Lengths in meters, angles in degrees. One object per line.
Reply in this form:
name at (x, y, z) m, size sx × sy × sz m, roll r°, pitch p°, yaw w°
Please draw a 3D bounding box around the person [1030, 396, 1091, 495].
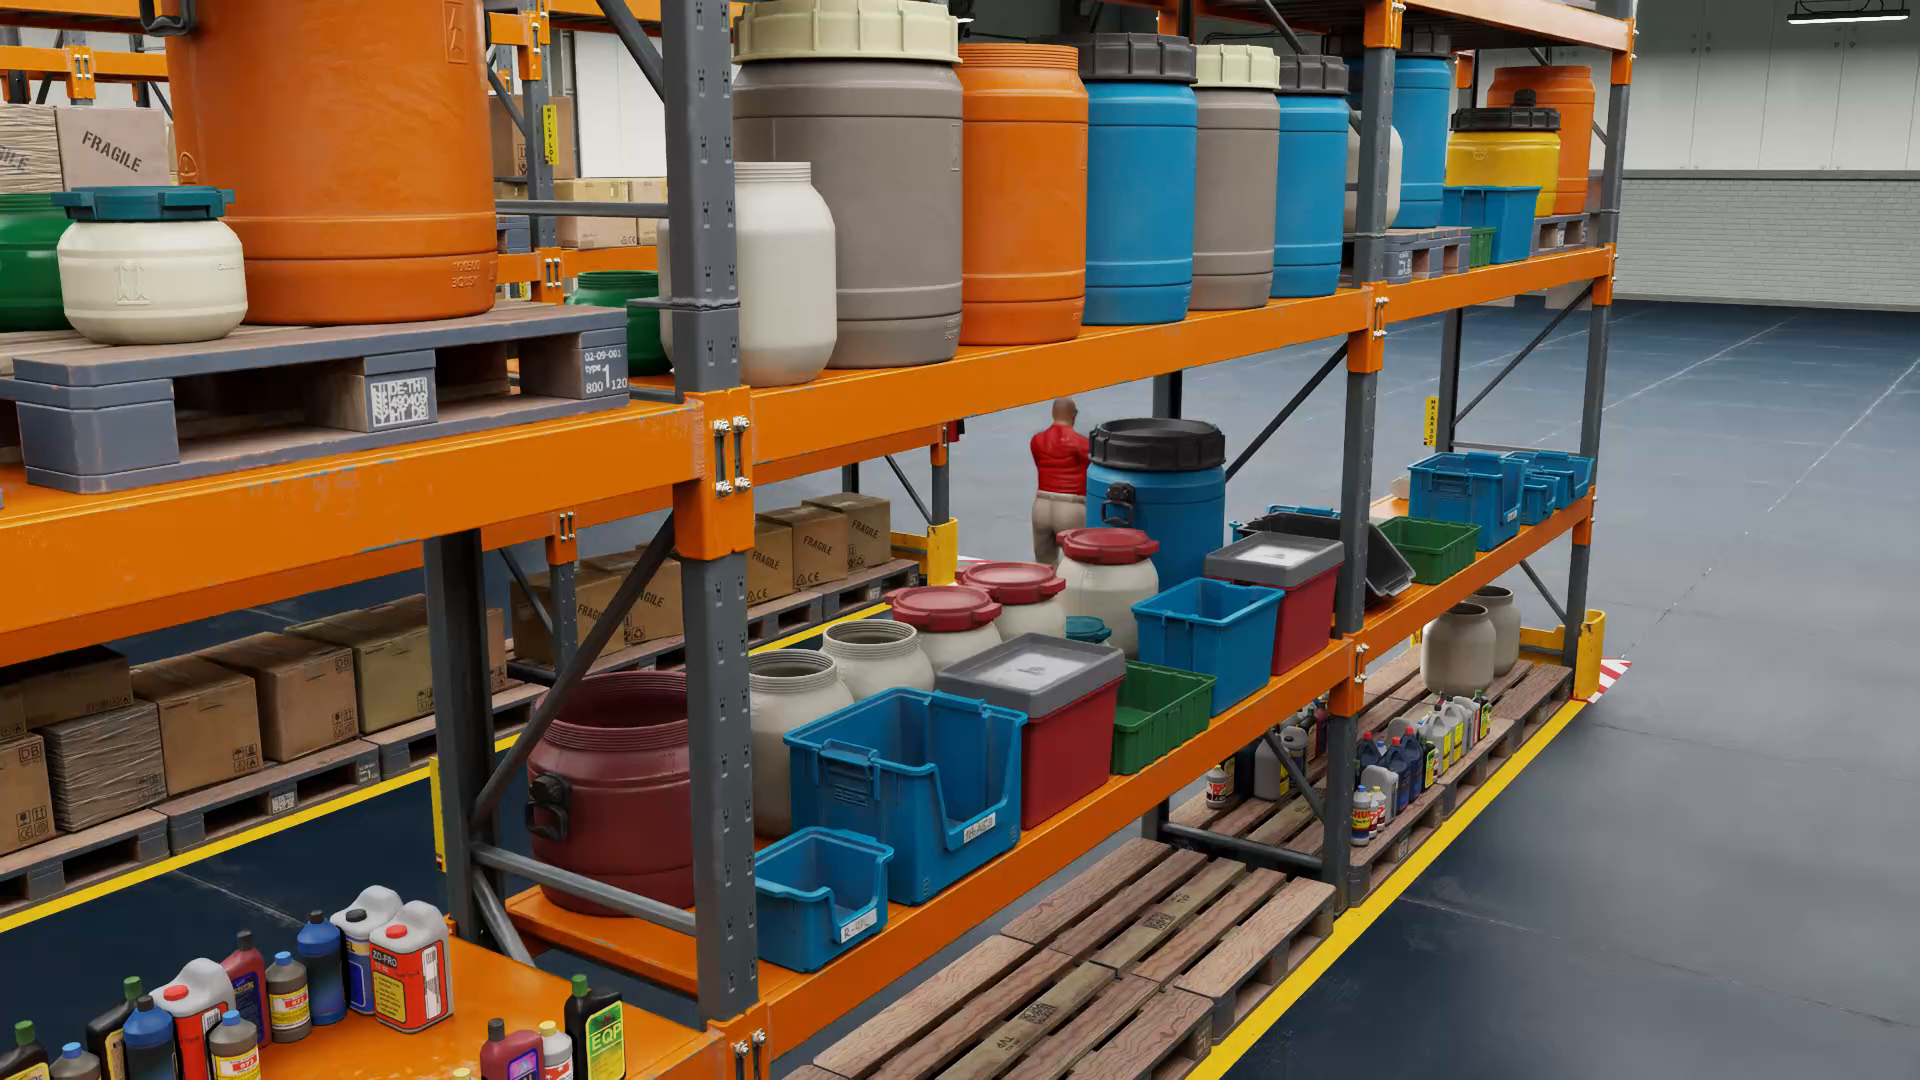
person at (0.769, -0.575, 11.754) m, size 0.489 × 0.915 × 0.480 m, roll 8°, pitch 15°, yaw 32°
